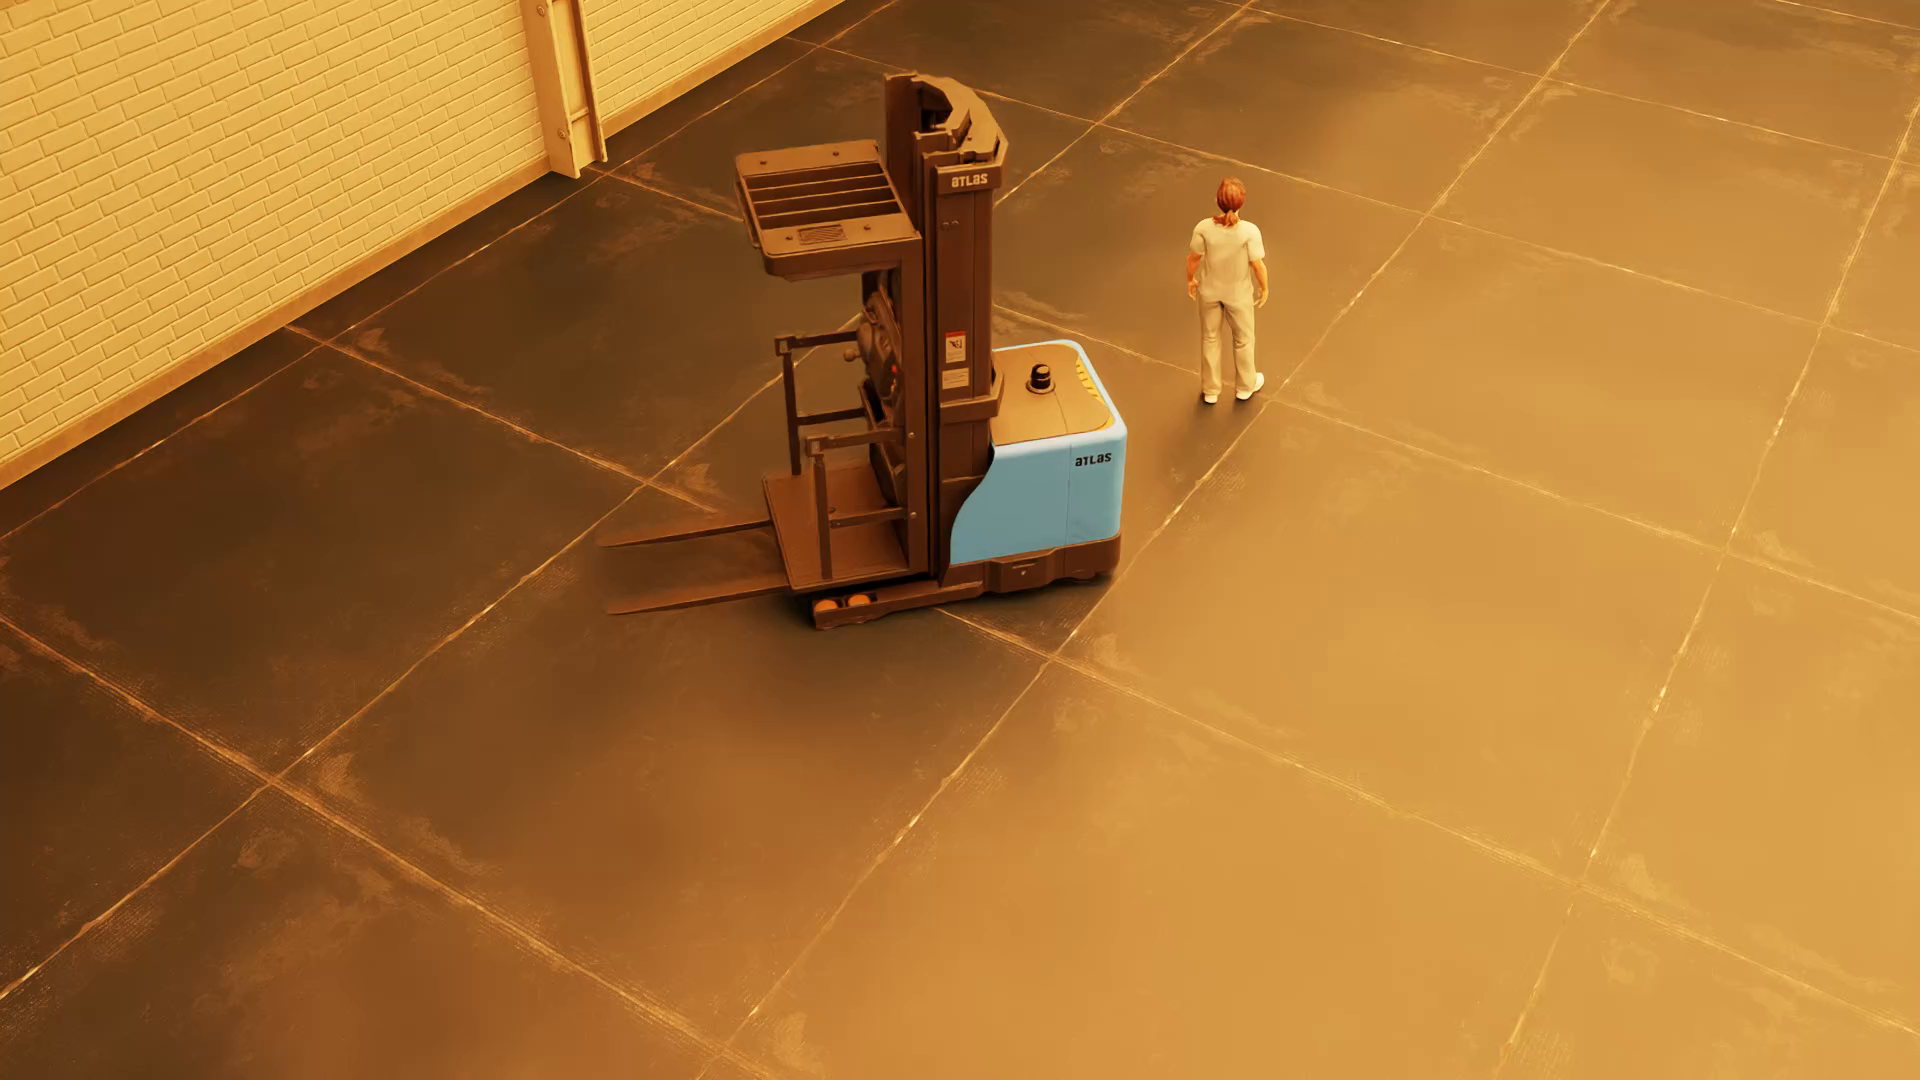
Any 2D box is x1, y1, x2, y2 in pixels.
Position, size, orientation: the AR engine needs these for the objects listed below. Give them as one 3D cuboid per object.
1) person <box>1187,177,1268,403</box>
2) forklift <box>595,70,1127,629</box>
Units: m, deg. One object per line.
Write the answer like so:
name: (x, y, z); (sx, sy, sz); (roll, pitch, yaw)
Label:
person: (1.760, -1.646, 10.873); (0.557, 1.678, 0.543); (13, 42, 15)
forklift: (-0.620, -0.983, 9.127); (3.031, 2.935, 1.130); (-9, 41, -11)
